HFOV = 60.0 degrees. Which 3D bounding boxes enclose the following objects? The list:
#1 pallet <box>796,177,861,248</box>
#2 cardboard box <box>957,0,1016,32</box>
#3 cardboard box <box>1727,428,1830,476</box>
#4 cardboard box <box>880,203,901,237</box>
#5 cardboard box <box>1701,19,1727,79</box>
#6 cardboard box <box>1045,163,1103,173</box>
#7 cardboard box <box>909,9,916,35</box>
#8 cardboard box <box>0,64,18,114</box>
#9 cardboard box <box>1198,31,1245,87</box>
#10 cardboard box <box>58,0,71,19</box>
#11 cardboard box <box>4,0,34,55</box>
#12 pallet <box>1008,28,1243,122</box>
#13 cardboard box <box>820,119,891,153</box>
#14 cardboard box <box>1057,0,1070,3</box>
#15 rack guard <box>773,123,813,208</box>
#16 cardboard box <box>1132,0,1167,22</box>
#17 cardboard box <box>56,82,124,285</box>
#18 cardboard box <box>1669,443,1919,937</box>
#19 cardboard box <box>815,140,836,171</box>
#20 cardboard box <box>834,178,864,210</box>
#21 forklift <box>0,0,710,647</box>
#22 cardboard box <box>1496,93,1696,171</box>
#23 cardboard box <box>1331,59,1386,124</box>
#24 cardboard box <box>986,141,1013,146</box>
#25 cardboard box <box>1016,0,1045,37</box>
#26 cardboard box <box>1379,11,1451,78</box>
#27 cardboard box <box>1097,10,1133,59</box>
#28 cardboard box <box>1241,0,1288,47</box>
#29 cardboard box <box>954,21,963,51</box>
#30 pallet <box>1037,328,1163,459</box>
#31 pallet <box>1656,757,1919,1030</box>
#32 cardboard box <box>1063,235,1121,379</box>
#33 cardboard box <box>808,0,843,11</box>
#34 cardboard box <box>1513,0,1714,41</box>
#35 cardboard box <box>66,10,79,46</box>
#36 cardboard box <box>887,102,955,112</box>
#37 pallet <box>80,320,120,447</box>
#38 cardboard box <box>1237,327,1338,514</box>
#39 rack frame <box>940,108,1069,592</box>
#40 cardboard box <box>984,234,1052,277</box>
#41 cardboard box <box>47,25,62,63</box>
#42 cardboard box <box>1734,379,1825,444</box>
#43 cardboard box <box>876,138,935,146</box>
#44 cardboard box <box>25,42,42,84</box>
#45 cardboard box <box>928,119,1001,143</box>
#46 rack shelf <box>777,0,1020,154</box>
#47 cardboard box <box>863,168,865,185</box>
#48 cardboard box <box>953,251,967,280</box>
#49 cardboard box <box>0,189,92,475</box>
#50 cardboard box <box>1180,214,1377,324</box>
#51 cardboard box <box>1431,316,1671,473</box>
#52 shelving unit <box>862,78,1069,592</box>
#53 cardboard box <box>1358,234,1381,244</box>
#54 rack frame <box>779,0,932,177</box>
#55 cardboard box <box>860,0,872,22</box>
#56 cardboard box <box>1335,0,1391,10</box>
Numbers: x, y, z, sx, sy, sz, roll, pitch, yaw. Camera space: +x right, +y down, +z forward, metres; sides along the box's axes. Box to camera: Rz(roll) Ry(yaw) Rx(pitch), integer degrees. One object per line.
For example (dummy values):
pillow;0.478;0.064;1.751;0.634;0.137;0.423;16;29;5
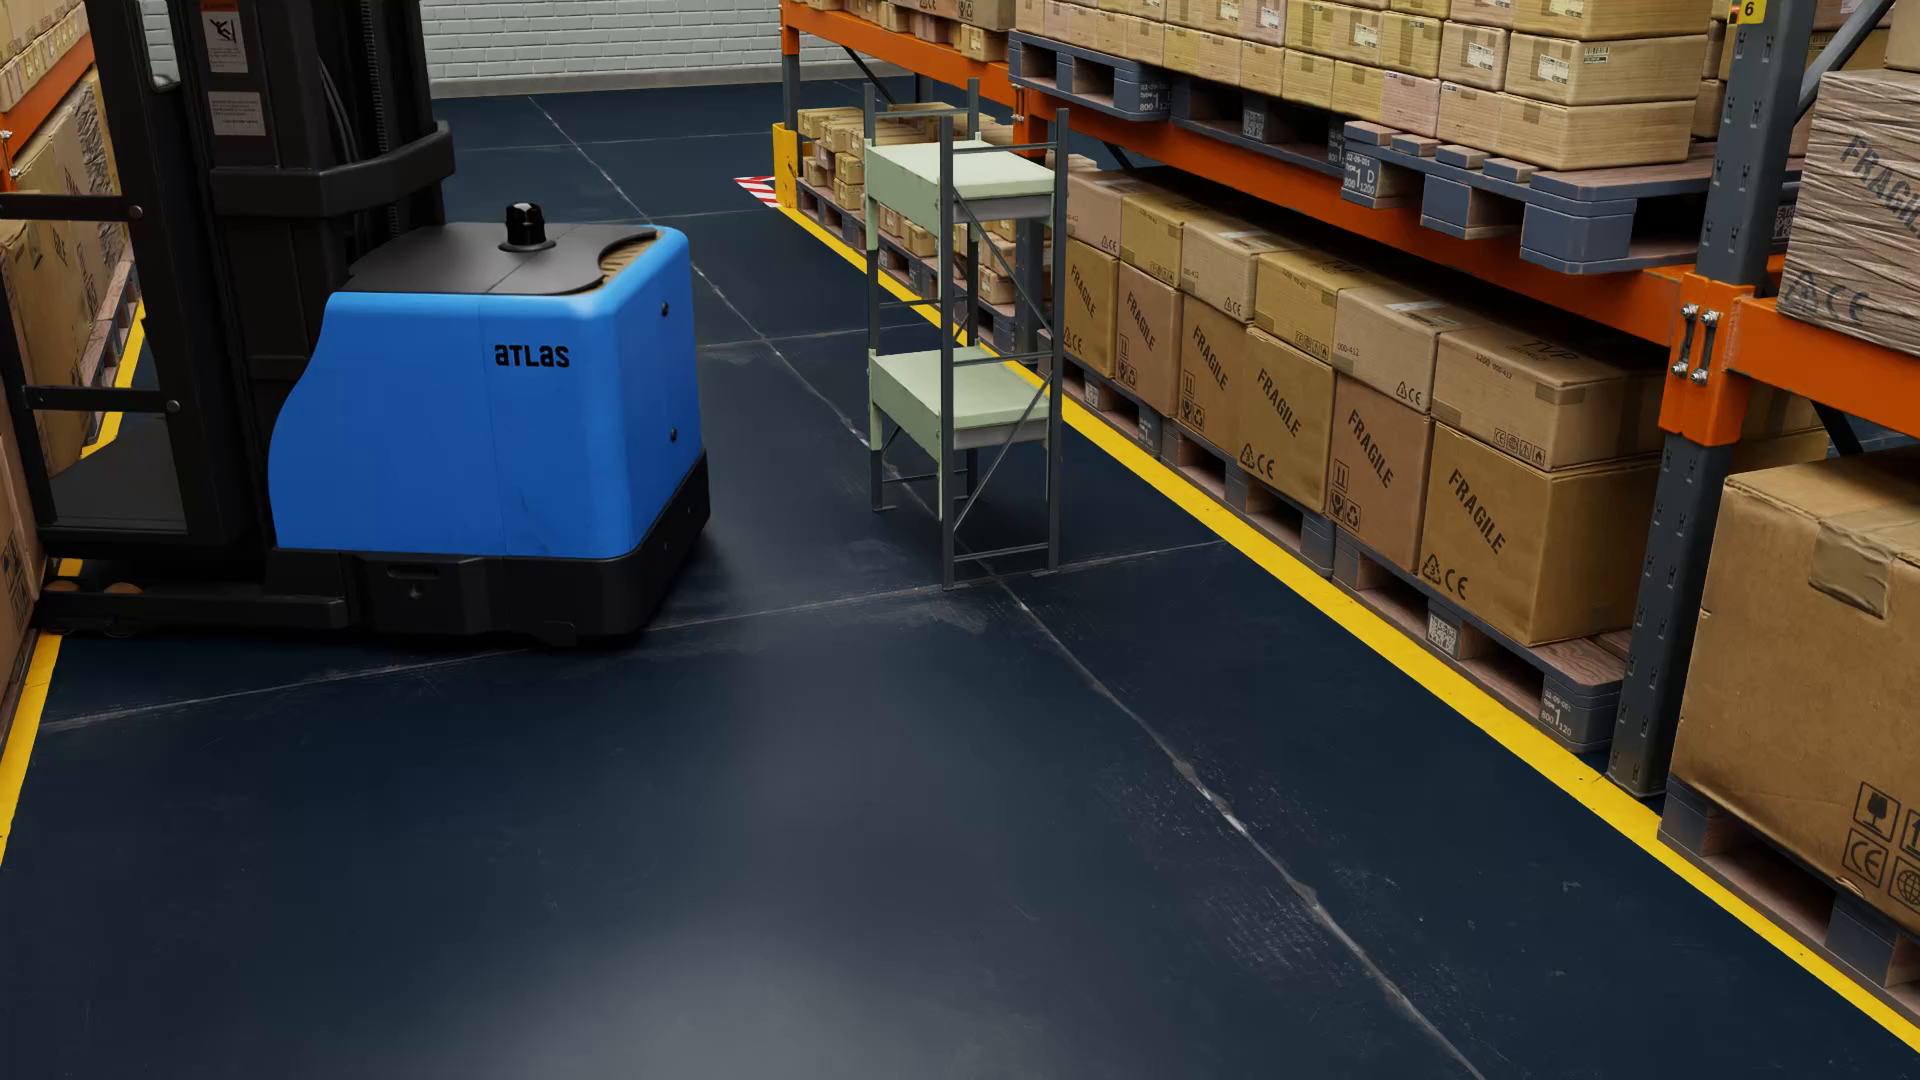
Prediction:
pallet;-0.392;-2.108;10.479;1.003;0.211;1.213;-8;24;-19
cardboard box;0.305;-2.587;7.514;0.500;0.500;0.500;-8;24;-19
cardboard box;2.142;-0.147;4.915;0.500;0.500;0.500;-9;25;-21
cardboard box;-0.228;-1.806;9.302;0.380;0.149;0.250;-8;24;-19
cardboard box;2.072;-1.330;4.443;0.380;0.149;0.250;-7;24;-16
cardboard box;0.521;-1.860;8.664;0.380;0.149;0.250;-9;24;-20
cardboard box;-0.043;-2.698;8.613;0.380;0.149;0.250;-9;24;-20
cardboard box;-3.729;-1.661;6.151;0.380;0.149;0.250;-8;24;-19
cardboard box;1.001;-1.573;5.402;0.380;0.149;0.250;-10;25;-21
cardboard box;-4.571;-2.636;7.951;0.500;0.250;0.500;-9;25;-21
cardboard box;-4.028;-2.079;6.631;0.500;0.250;0.500;-8;24;-19
pallet;0.874;-1.881;6.598;1.003;0.211;1.213;-8;24;-19
cardboard box;-0.627;-2.445;10.052;0.380;0.149;0.250;-8;24;-19
cardboard box;0.542;-2.182;6.464;0.380;0.149;0.250;-9;24;-20
rack guard;-0.646;-2.541;11.135;1.175;0.500;0.348;-8;24;-19
cardboard box;0.824;-1.896;5.786;0.380;0.149;0.250;-7;24;-17
cardboard box;-4.726;-1.739;8.208;0.875;0.875;0.875;-8;24;-19
cardboard box;2.284;0.263;3.619;1.050;0.750;0.750;-9;24;-20
cardboard box;-0.684;-2.404;10.340;0.380;0.149;0.250;-8;24;-19
cardboard box;-0.536;-2.085;9.964;0.380;0.149;0.250;-8;24;-18
forklift;-2.413;-1.254;4.951;3.031;2.935;1.130;2;23;5
cardboard box;1.549;-1.008;4.061;0.380;0.149;0.250;-8;24;-18
cardboard box;1.287;-1.283;4.714;0.380;0.149;0.250;-9;24;-20
cardboard box;0.284;-2.146;9.343;0.380;0.149;0.250;-8;24;-19
cardboard box;0.449;-2.139;6.745;0.380;0.149;0.250;-10;25;-22
cardboard box;1.361;-1.337;4.461;0.380;0.149;0.250;-8;24;-18
cardboard box;0.725;-1.856;6.074;0.380;0.149;0.250;-8;24;-18
cardboard box;1.095;-1.614;5.117;0.380;0.149;0.250;-8;24;-18
cardboard box;0.189;-2.407;7.922;0.380;0.149;0.250;-7;24;-17
pallet;1.016;-0.699;7.138;1.003;0.211;1.213;-8;24;-19
pallet;2.361;0.768;3.656;1.003;0.211;1.213;-8;24;-19
cardboard box;0.753;-1.004;6.947;0.500;0.500;0.500;-7;24;-17
cardboard box;-0.692;-3.250;9.923;0.380;0.149;0.250;-9;24;-20
cardboard box;1.551;-1.281;3.943;0.380;0.149;0.250;-9;25;-21
cardboard box;-4.553;-2.506;8.156;0.380;0.149;0.250;-9;24;-20
cardboard box;-0.249;-2.717;10.698;0.380;0.149;0.250;-8;24;-18
pallet;-4.131;-0.625;6.962;1.003;0.211;1.213;-8;24;-19
cardboard box;1.294;-0.438;5.604;0.500;0.500;0.500;-9;25;-21
rack frame;0.132;-0.556;5.137;0.400;1.500;0.023;-8;24;-19
cardboard box;0.331;-1.355;7.849;0.380;0.149;0.250;-8;24;-18
cardboard box;-4.281;-2.227;7.495;0.380;0.149;0.250;-9;25;-21
cardboard box;2.136;-0.485;4.750;0.500;0.250;0.500;-9;25;-21
cardboard box;-0.322;-2.162;9.381;0.380;0.149;0.250;-8;24;-18
cardboard box;-4.010;-1.947;6.831;0.380;0.149;0.250;-9;24;-20
cardboard box;0.029;-2.438;10.037;0.380;0.149;0.250;-9;25;-21
rack shelf;0.033;-2.662;9.131;1.077;0.370;4.000;-8;24;-19
cardboard box;-0.343;-2.136;9.703;0.380;0.149;0.250;-10;25;-22
cardboard box;0.115;-1.436;8.424;0.380;0.149;0.250;-9;25;-21
cardboard box;-3.691;-0.608;5.525;1.225;0.875;0.875;-8;24;-19
cardboard box;1.120;-0.970;5.903;0.500;0.250;0.500;-7;24;-17
cardboard box;1.666;-0.413;4.581;0.500;0.250;0.500;-9;24;-20
shelving unit;0.002;-0.689;5.453;0.431;1.500;0.755;-8;24;-19
cardboard box;1.609;-1.040;6.067;0.500;0.250;0.500;-9;25;-21
rack frame;-0.673;-3.720;10.715;1.000;3.000;0.127;-8;24;-19
cardboard box;-0.338;-2.979;9.280;0.380;0.149;0.250;-9;24;-20
cardboard box;1.274;-1.564;4.615;0.380;0.149;0.250;-8;24;-17
